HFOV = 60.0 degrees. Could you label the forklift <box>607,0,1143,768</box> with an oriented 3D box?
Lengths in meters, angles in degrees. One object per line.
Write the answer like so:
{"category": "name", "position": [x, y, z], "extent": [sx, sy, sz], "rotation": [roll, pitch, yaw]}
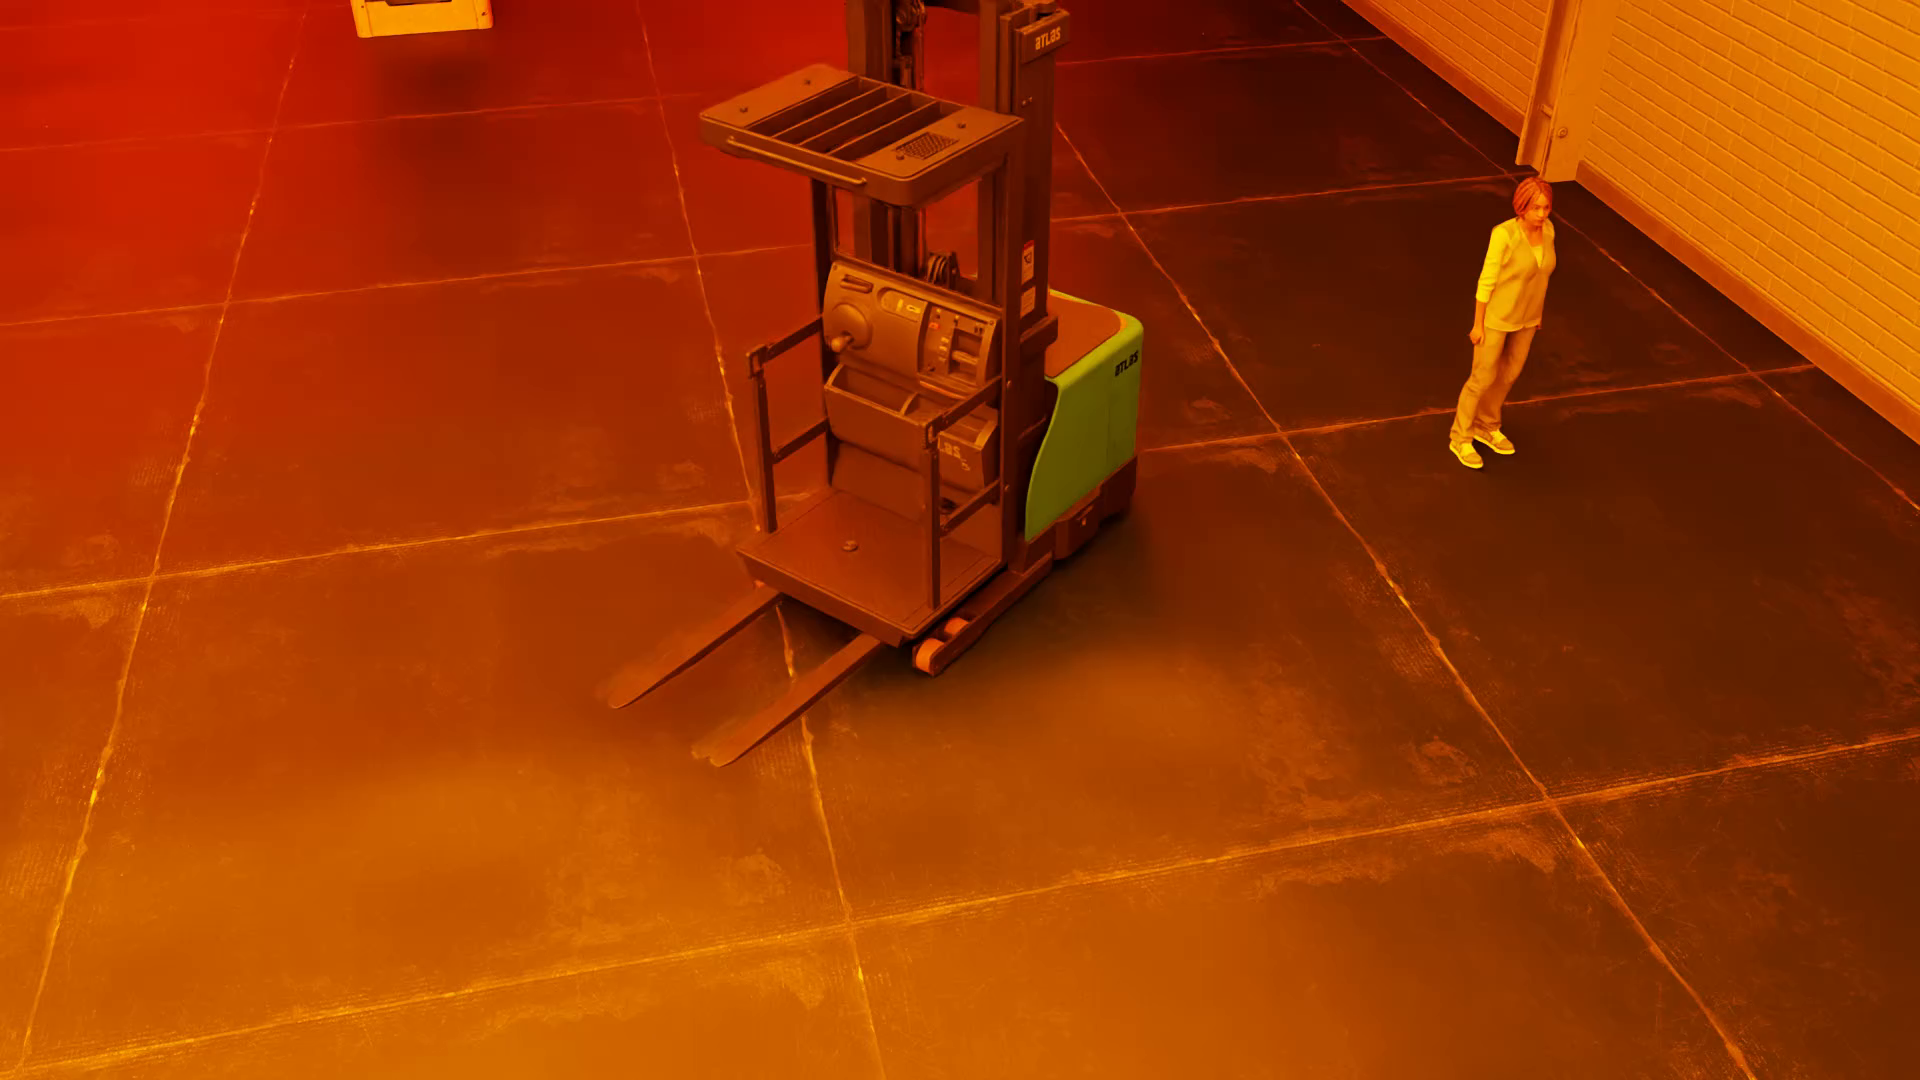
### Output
{"category": "forklift", "position": [-0.357, -0.893, 7.291], "extent": [1.130, 2.935, 3.031], "rotation": [24, 42, 29]}

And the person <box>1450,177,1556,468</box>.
{"category": "person", "position": [2.897, -1.151, 8.789], "extent": [0.444, 1.602, 0.329], "rotation": [-16, 39, -21]}
